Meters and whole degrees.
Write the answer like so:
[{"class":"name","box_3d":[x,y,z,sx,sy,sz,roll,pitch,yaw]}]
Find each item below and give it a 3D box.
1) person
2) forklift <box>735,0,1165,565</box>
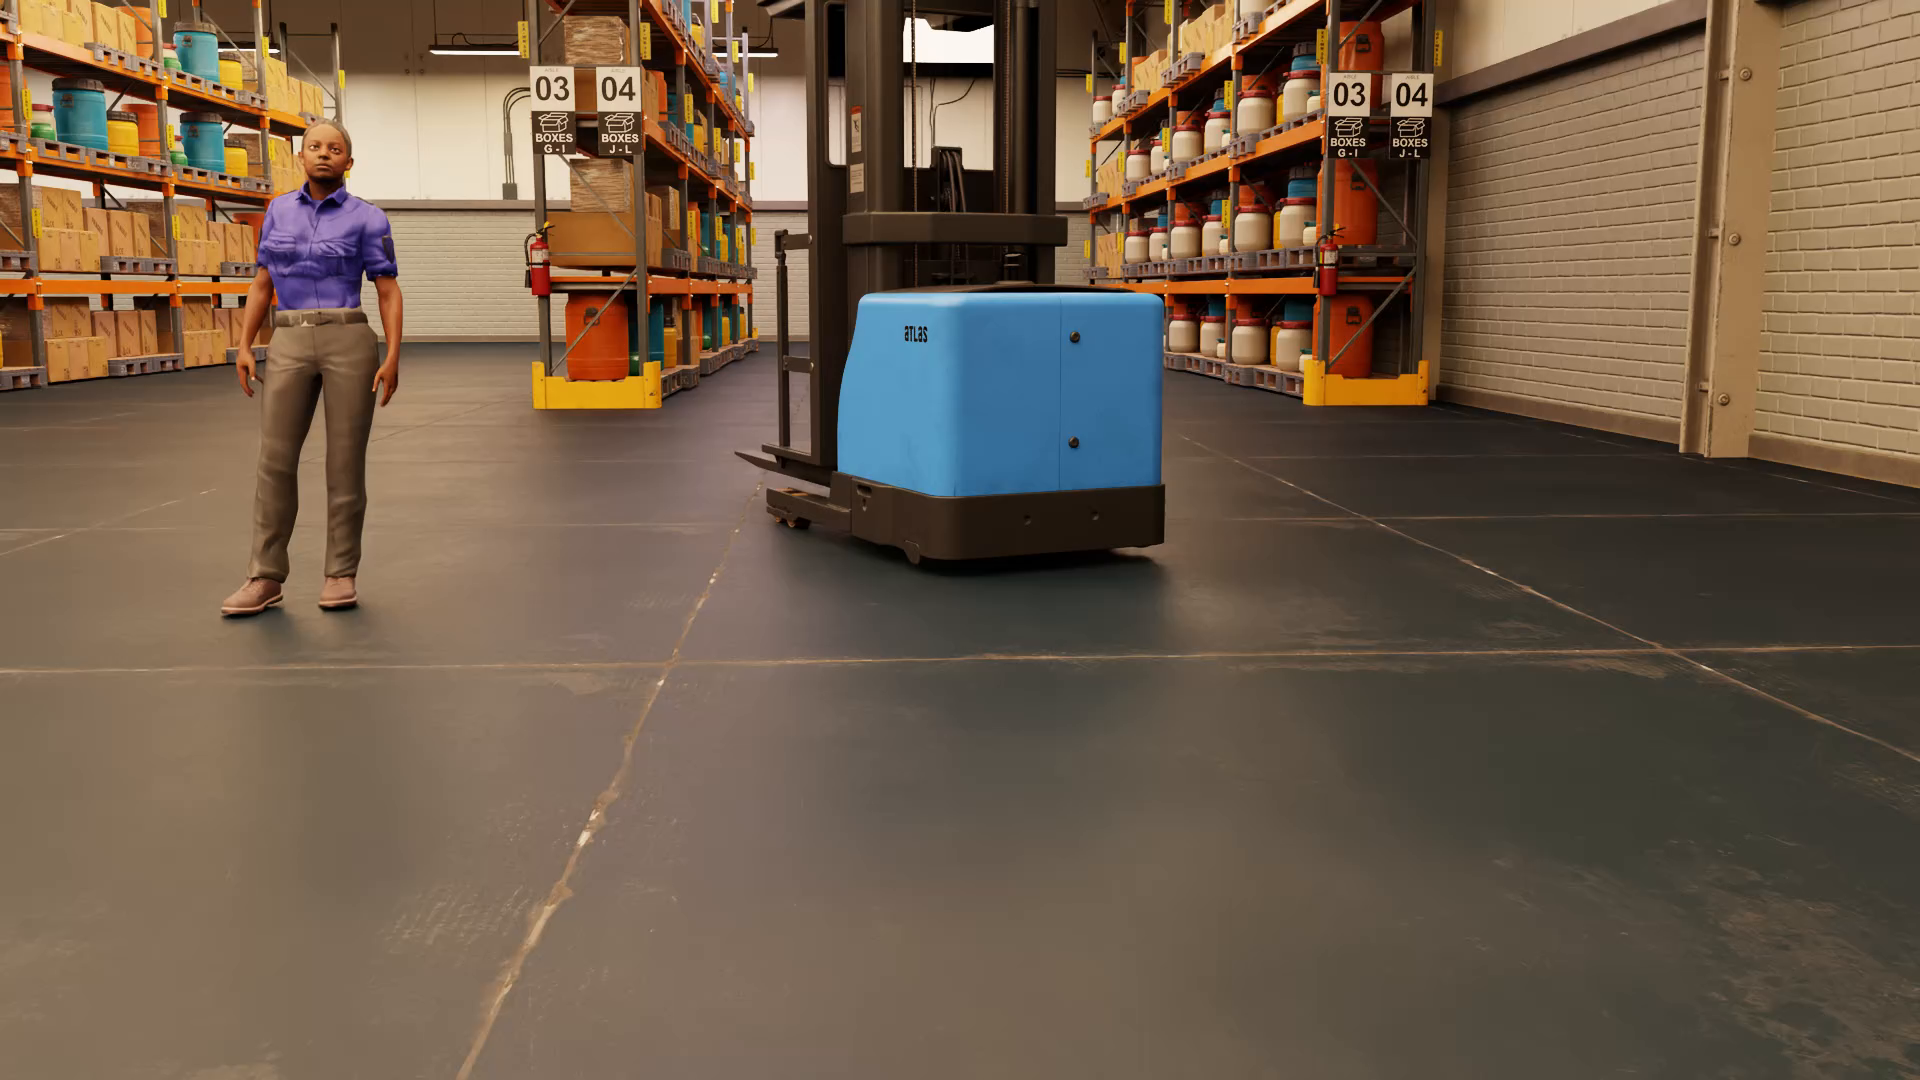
[{"class":"person","box_3d":[-2.210,-0.599,5.669,0.573,1.655,0.503,-1,8,-5]},{"class":"forklift","box_3d":[-0.264,-1.530,7.637,1.130,2.935,3.031,-4,9,-25]}]
